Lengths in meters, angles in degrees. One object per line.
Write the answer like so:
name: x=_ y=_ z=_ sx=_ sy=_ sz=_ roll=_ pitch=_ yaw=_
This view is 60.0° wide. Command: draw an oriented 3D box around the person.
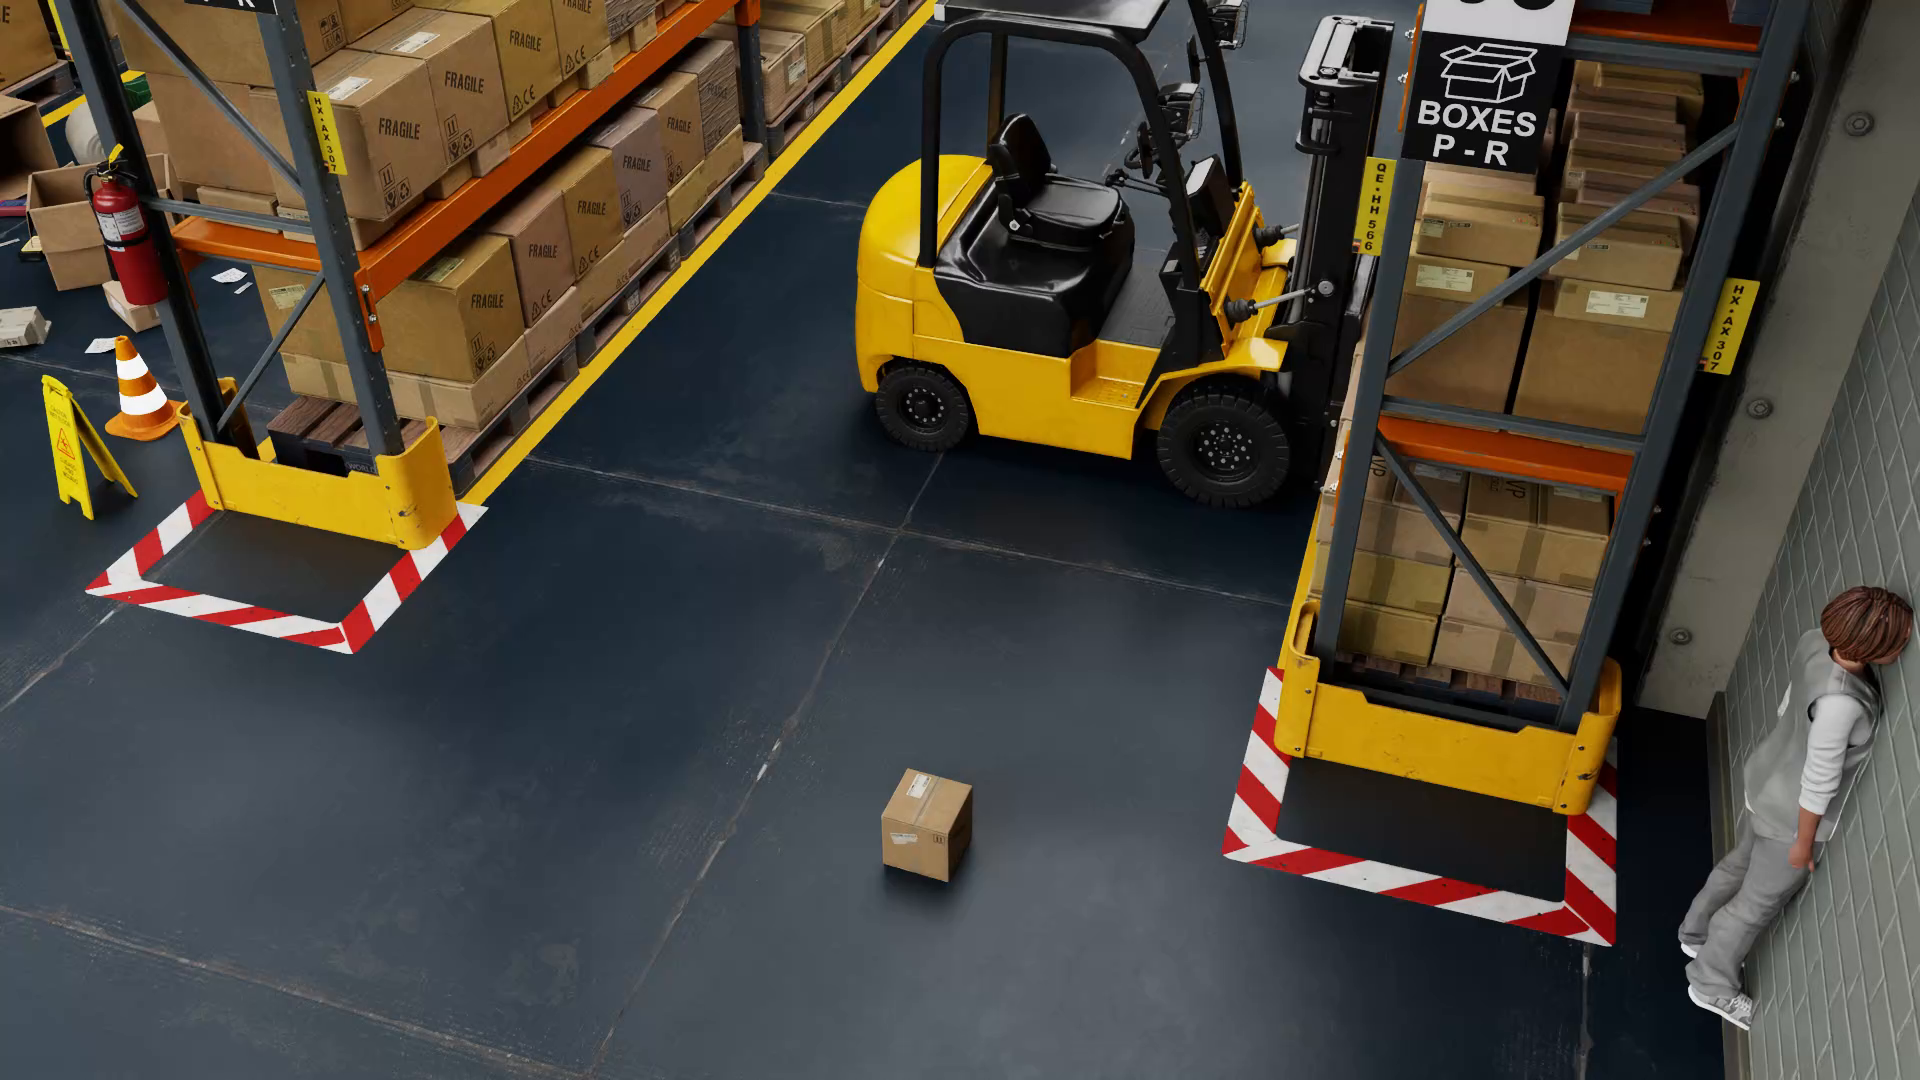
person: x=2.458 y=0.776 z=4.892 sx=0.309 sy=1.604 sz=0.407 roll=10 pitch=39 yaw=13
